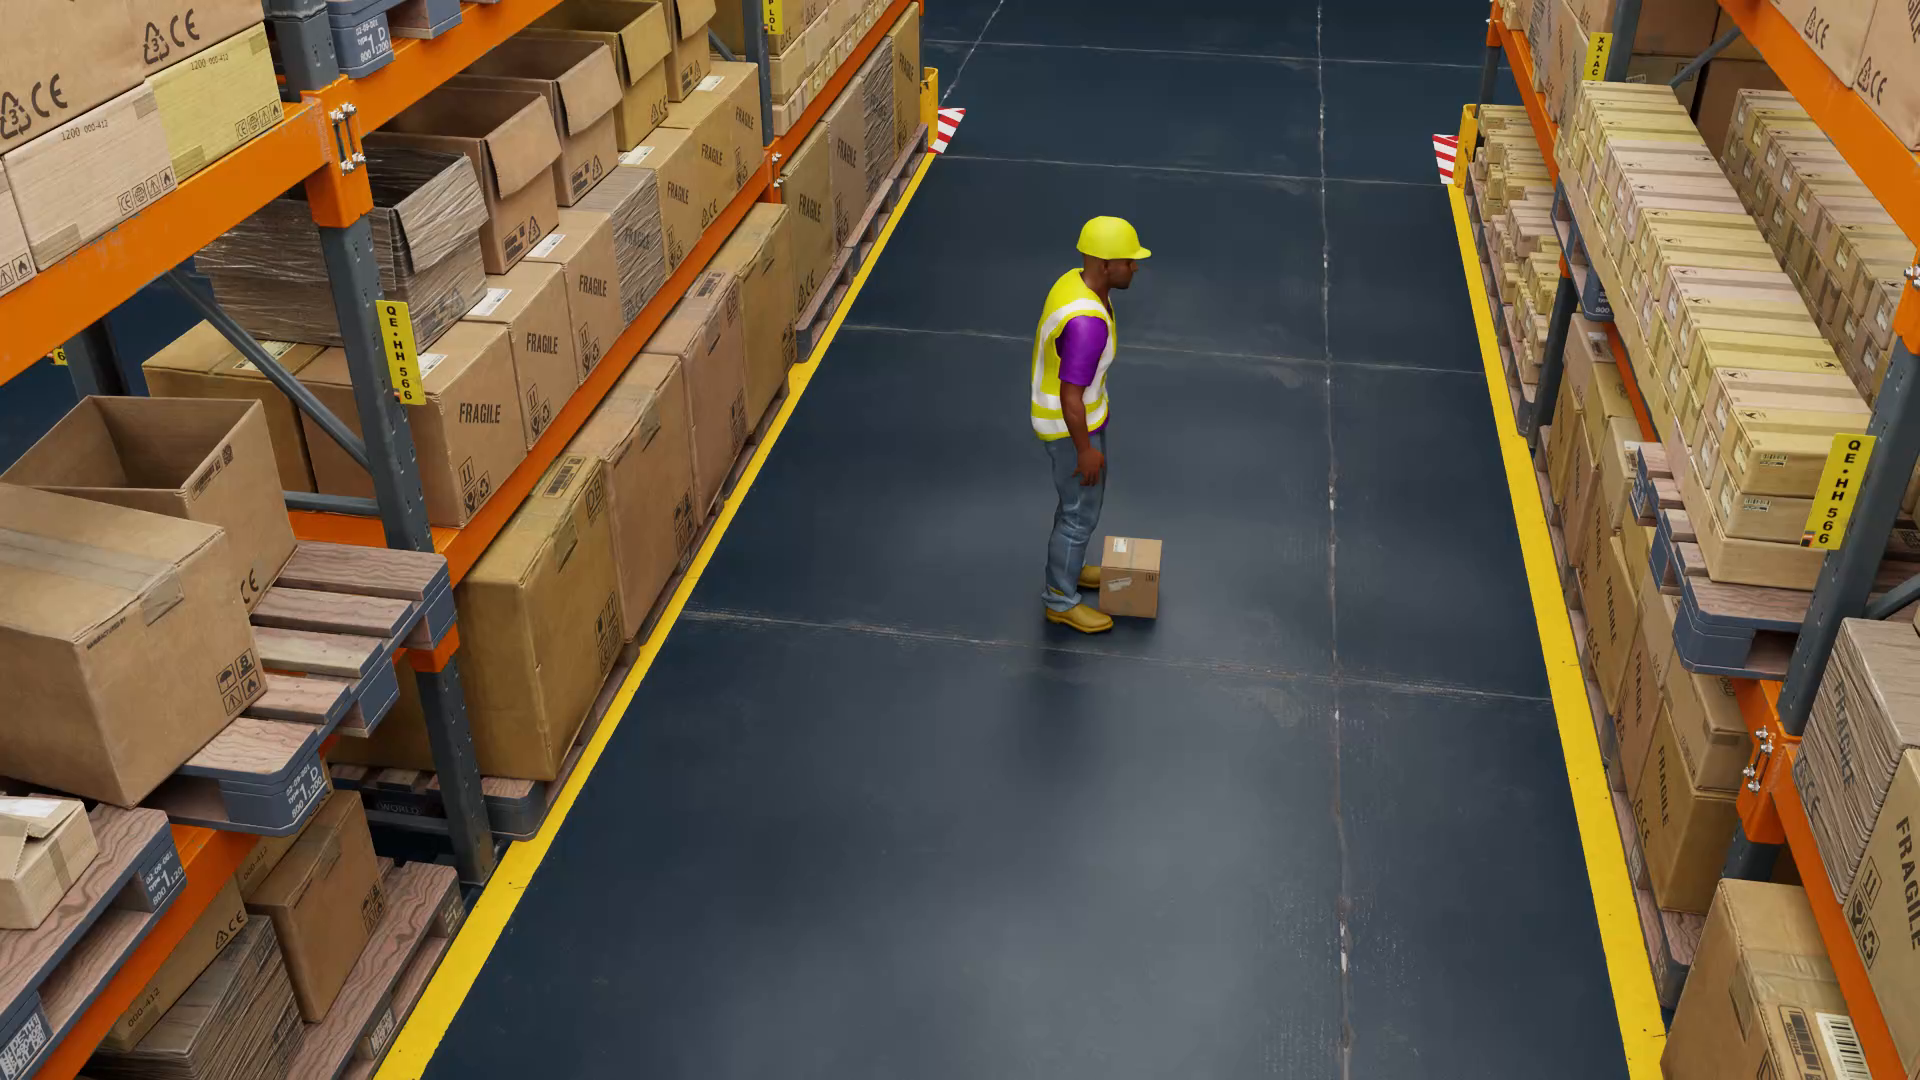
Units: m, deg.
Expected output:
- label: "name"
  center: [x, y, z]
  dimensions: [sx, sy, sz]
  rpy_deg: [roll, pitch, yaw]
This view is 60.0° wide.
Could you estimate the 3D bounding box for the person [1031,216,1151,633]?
- label: "person"
  center: [0.519, -0.498, 6.912]
  dimensions: [0.456, 1.760, 0.635]
  rpy_deg: [4, 32, 6]
